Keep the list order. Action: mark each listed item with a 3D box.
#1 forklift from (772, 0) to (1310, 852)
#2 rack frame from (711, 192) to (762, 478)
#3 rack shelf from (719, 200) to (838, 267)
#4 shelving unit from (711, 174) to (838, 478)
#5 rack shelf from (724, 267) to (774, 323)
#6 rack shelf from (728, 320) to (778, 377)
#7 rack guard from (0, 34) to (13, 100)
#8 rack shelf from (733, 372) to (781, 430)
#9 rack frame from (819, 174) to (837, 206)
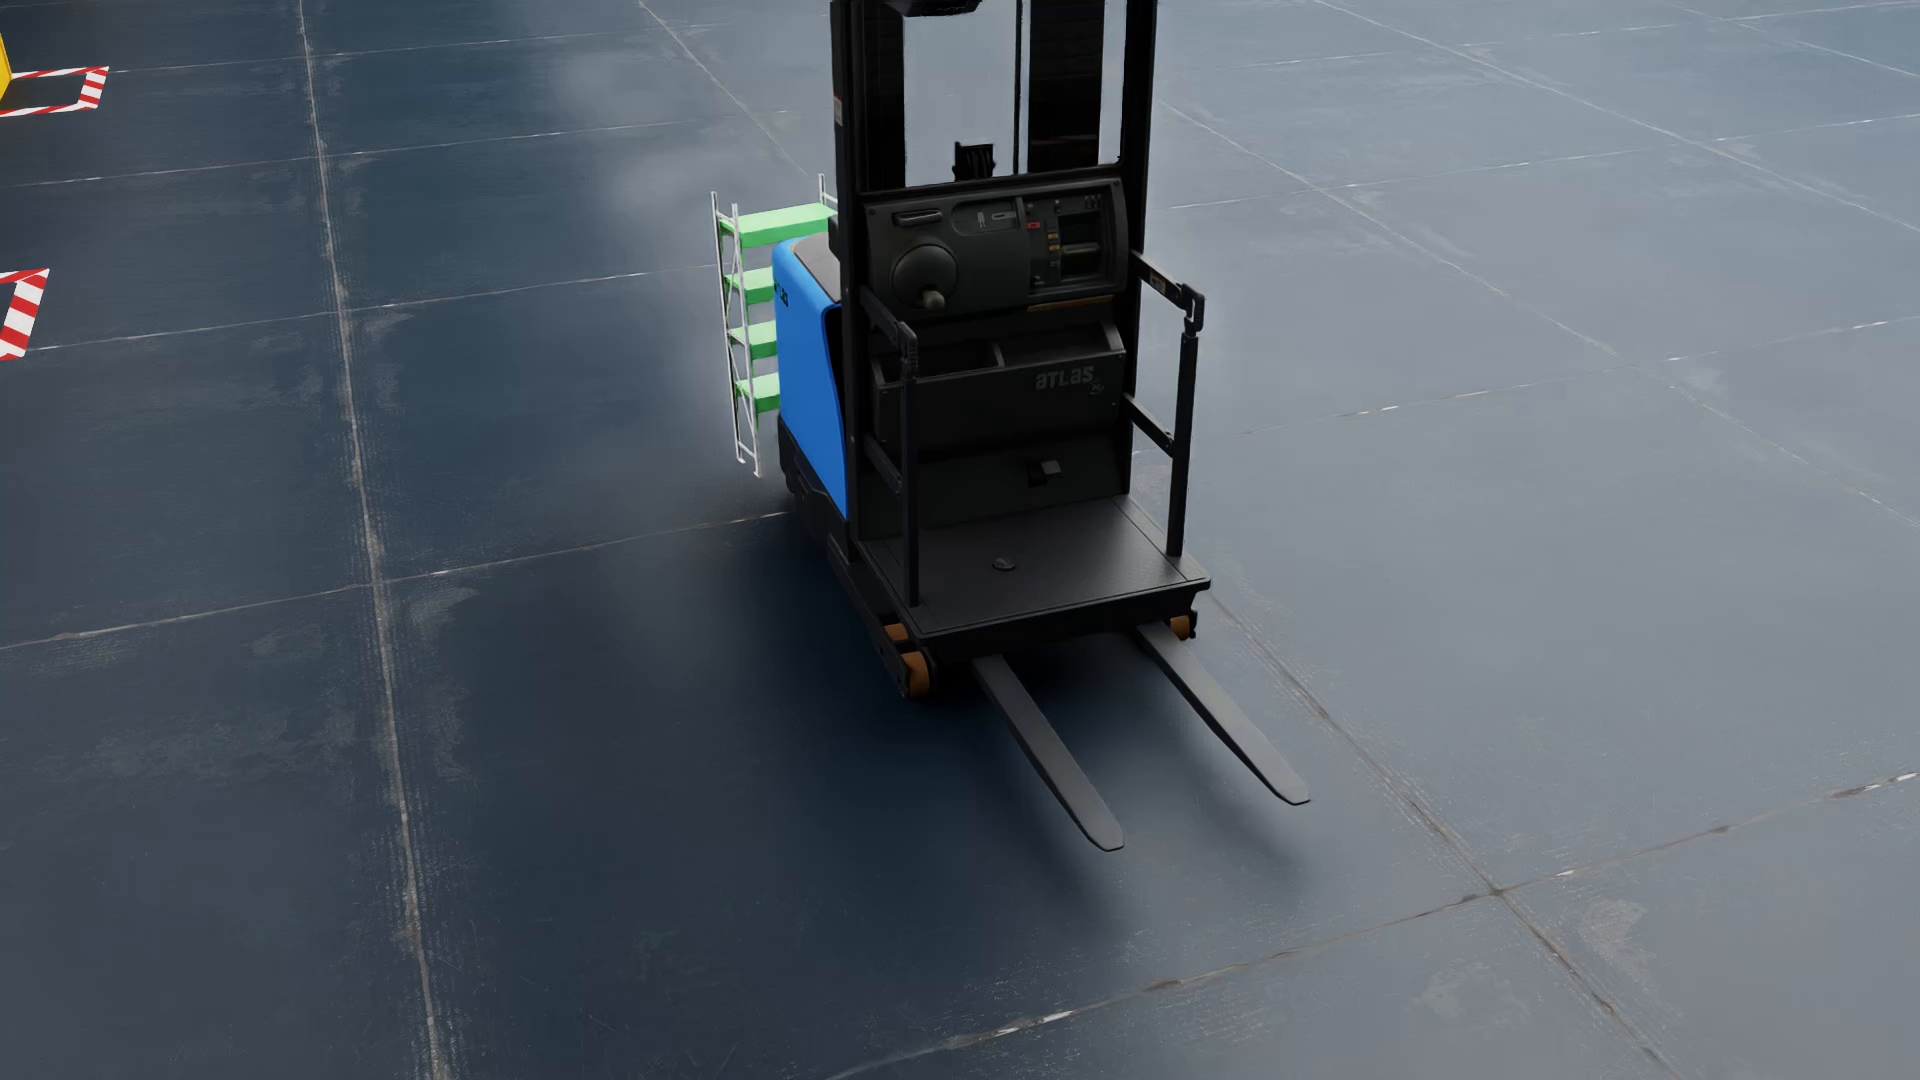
[{"bbox_3d":[0.209,-0.953,5.462,1.130,2.935,3.031,-10,31,-17],"label":"forklift"},{"bbox_3d":[-0.941,-0.852,7.018,0.015,1.200,0.240,-16,30,-25],"label":"rack frame"},{"bbox_3d":[-0.741,-1.283,6.936,0.480,0.148,0.258,-16,30,-25],"label":"rack shelf"},{"bbox_3d":[-0.729,-0.911,7.123,0.503,1.200,0.258,-16,30,-25],"label":"shelving unit"},{"bbox_3d":[-0.734,-1.069,7.044,0.480,0.148,0.258,-16,30,-25],"label":"rack shelf"},{"bbox_3d":[-0.727,-0.854,7.152,0.480,0.148,0.258,-16,30,-25],"label":"rack shelf"},{"bbox_3d":[-7.477,-3.599,12.563,0.348,0.500,1.175,-10,31,-18],"label":"rack guard"},{"bbox_3d":[-0.720,-0.640,7.260,0.480,0.148,0.258,-16,30,-25],"label":"rack shelf"},{"bbox_3d":[-0.517,-0.971,7.228,0.015,1.200,0.240,-16,30,-25],"label":"rack frame"}]
